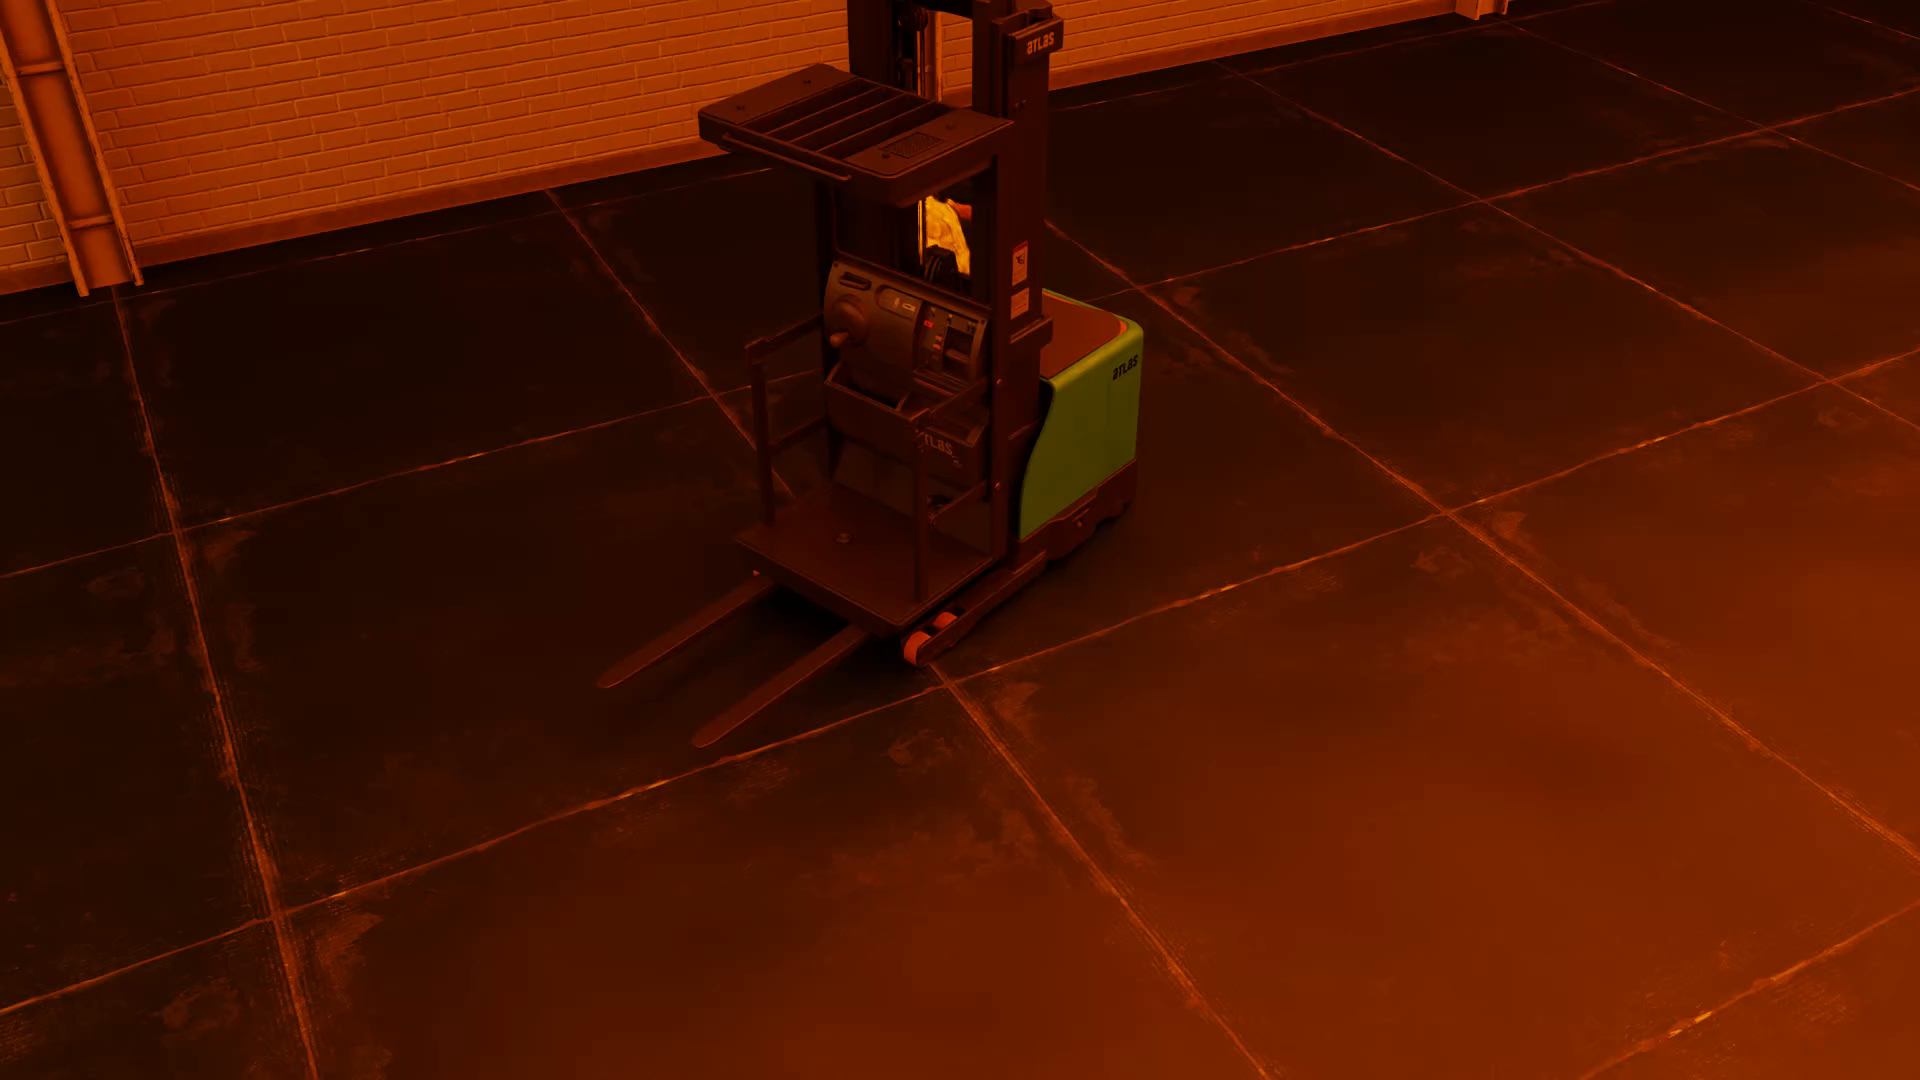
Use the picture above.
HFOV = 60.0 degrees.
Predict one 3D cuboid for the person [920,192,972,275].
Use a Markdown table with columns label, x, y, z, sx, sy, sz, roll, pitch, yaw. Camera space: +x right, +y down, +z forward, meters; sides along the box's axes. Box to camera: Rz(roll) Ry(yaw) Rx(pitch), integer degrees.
| label | x | y | z | sx | sy | sz | roll | pitch | yaw |
| --- | --- | --- | --- | --- | --- | --- | --- | --- | --- |
| person | -0.065 | -1.439 | 9.367 | 0.821 | 1.505 | 0.799 | -11 | 37 | -15 |

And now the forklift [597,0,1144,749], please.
| label | x | y | z | sx | sy | sz | roll | pitch | yaw |
| --- | --- | --- | --- | --- | --- | --- | --- | --- | --- |
| forklift | -0.390 | -0.927 | 7.434 | 1.130 | 2.935 | 3.031 | 26 | 43 | 31 |
